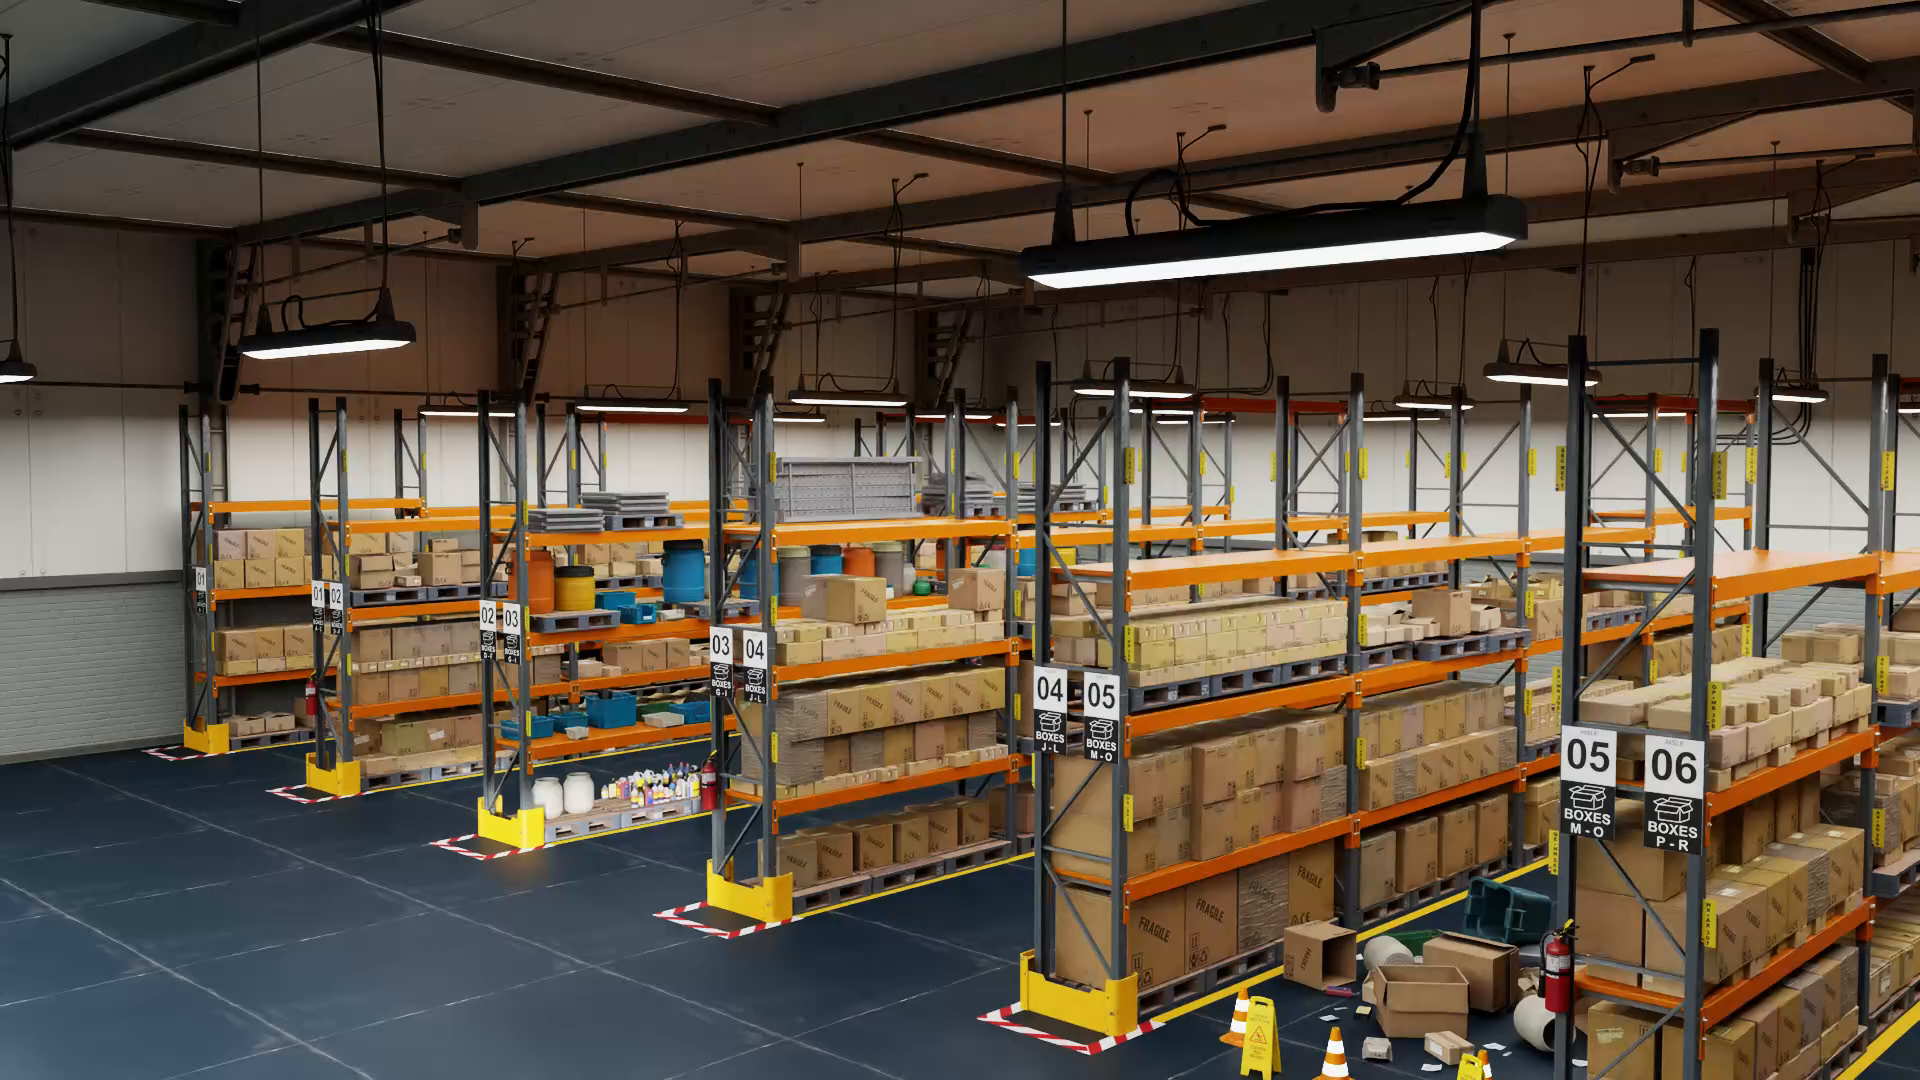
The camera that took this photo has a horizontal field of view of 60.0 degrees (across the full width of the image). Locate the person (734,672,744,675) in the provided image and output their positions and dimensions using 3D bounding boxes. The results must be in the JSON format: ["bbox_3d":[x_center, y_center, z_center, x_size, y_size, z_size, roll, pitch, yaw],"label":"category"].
[{"bbox_3d":[-4.277,2.516,33.370,0.589,1.773,0.418,-3,4,-41],"label":"person"}]
